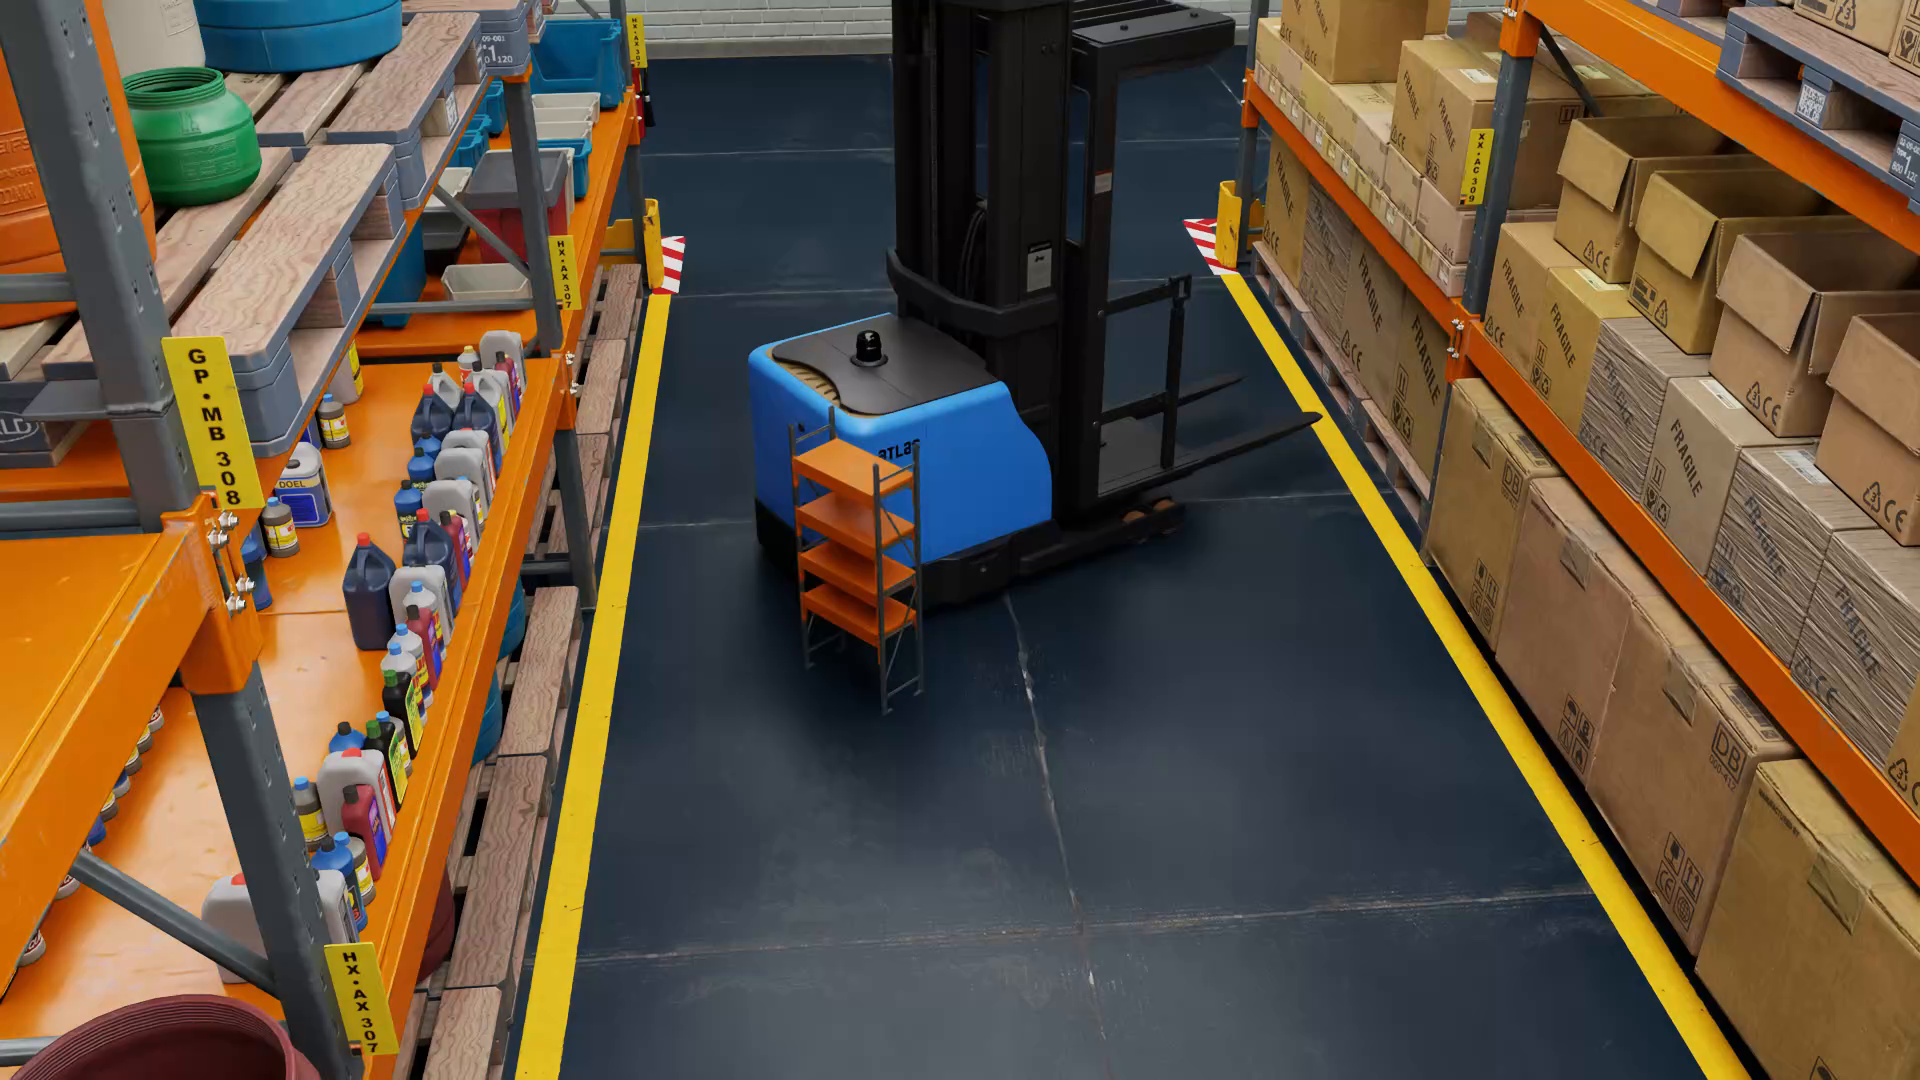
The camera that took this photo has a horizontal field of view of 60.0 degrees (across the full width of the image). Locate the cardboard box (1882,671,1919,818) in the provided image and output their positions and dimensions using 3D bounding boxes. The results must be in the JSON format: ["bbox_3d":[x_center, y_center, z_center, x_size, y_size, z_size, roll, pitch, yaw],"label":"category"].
[{"bbox_3d":[2.823,0.557,4.294,0.500,0.500,0.500,-2,31,-3],"label":"cardboard box"}]

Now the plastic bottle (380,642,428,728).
[{"bbox_3d":[-1.595,0.414,4.758,0.097,0.271,0.097,0,31,0],"label":"plastic bottle"}]

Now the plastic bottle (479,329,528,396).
[{"bbox_3d":[-1.830,-0.726,6.661,0.152,0.276,0.135,-3,31,-5],"label":"plastic bottle"}]

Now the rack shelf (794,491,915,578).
[{"bbox_3d":[-0.424,-0.040,6.840,0.480,0.148,0.258,26,40,36],"label":"rack shelf"}]

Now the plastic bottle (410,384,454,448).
[{"bbox_3d":[-1.904,-0.389,6.024,0.144,0.351,0.185,-3,31,-5],"label":"plastic bottle"}]

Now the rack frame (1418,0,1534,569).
[{"bbox_3d":[2.742,-1.202,7.337,1.000,3.000,0.127,-3,31,-5],"label":"rack frame"}]

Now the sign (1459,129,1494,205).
[{"bbox_3d":[2.190,-1.580,7.049,0.100,0.325,0.005,-3,31,-5],"label":"sign"}]

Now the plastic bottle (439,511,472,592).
[{"bbox_3d":[-1.648,0.018,5.408,0.061,0.283,0.133,-3,31,-5],"label":"plastic bottle"}]

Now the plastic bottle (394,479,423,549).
[{"bbox_3d":[-1.837,-0.077,5.579,0.097,0.271,0.097,0,31,0],"label":"plastic bottle"}]

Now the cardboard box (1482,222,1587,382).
[{"bbox_3d":[2.536,-0.998,6.898,0.500,0.500,0.500,-3,31,-4],"label":"cardboard box"}]

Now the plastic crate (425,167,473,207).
[{"bbox_3d":[-2.651,-1.752,8.456,0.293,0.136,0.466,-3,31,-5],"label":"plastic crate"}]

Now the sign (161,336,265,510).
[{"bbox_3d":[-1.268,-0.195,2.829,0.100,0.325,0.005,-3,31,-5],"label":"sign"}]

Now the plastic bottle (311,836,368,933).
[{"bbox_3d":[-1.517,0.836,4.051,0.097,0.271,0.097,0,31,0],"label":"plastic bottle"}]

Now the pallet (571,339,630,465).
[{"bbox_3d":[-2.413,-0.765,9.326,1.003,0.211,1.213,-3,31,-5],"label":"pallet"}]

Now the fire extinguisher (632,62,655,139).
[{"bbox_3d":[-2.124,-2.912,10.640,0.296,0.674,0.183,-3,31,-5],"label":"fire extinguisher"}]

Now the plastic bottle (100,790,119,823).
[{"bbox_3d":[-2.319,0.650,4.430,0.097,0.201,0.097,0,31,0],"label":"plastic bottle"}]

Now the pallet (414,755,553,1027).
[{"bbox_3d":[-2.041,1.253,5.947,1.003,0.211,1.213,-3,31,-5],"label":"pallet"}]

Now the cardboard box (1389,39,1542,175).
[{"bbox_3d":[2.390,-2.065,7.907,0.500,0.500,0.500,-2,31,-4],"label":"cardboard box"}]

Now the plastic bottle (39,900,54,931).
[{"bbox_3d":[-2.299,0.824,4.060,0.061,0.283,0.133,-3,31,-5],"label":"plastic bottle"}]

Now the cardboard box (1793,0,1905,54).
[{"bbox_3d":[2.904,-1.714,4.759,0.797,0.503,0.637,-3,31,-5],"label":"cardboard box"}]

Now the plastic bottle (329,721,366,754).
[{"bbox_3d":[-1.621,0.603,4.442,0.097,0.271,0.097,0,31,0],"label":"plastic bottle"}]

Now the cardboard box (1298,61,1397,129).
[{"bbox_3d":[2.243,-2.528,9.413,0.500,0.250,0.500,-4,31,-6],"label":"cardboard box"}]

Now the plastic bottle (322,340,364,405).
[{"bbox_3d":[-2.475,-0.728,6.591,0.144,0.351,0.185,-3,31,-5],"label":"plastic bottle"}]

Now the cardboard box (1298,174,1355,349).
[{"bbox_3d":[2.593,-1.725,9.875,0.875,0.875,0.875,-3,31,-5],"label":"cardboard box"}]

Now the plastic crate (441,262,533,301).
[{"bbox_3d":[-2.090,-1.122,7.401,0.396,0.136,0.243,-3,31,-5],"label":"plastic crate"}]

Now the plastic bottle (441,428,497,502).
[{"bbox_3d":[-1.749,-0.282,5.917,0.152,0.276,0.135,-3,31,-5],"label":"plastic bottle"}]

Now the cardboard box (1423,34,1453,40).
[{"bbox_3d":[2.725,-2.814,9.892,0.500,0.250,0.500,-3,31,-5],"label":"cardboard box"}]

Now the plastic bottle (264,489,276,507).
[{"bbox_3d":[-2.439,-0.184,5.754,0.152,0.276,0.135,-3,31,-5],"label":"plastic bottle"}]

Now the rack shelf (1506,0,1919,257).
[{"bbox_3d":[2.929,-1.160,5.043,1.077,0.370,4.000,-3,31,-5],"label":"rack shelf"}]

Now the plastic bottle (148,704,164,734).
[{"bbox_3d":[-2.356,0.451,4.763,0.097,0.201,0.097,0,31,0],"label":"plastic bottle"}]

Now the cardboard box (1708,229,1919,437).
[{"bbox_3d":[2.936,-0.682,5.391,0.797,0.503,0.637,-2,31,-3],"label":"cardboard box"}]

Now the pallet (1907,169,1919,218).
[{"bbox_3d":[3.003,-0.693,3.743,1.213,0.211,1.003,-1,31,-2],"label":"pallet"}]

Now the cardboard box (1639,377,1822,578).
[{"bbox_3d":[2.684,-0.222,5.600,0.500,0.500,0.500,-2,31,-4],"label":"cardboard box"}]

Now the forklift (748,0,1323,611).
[{"bbox_3d":[0.515,-1.438,7.800,3.031,2.935,1.130,-19,36,-29],"label":"forklift"}]

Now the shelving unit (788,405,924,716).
[{"bbox_3d":[-0.423,0.094,6.921,0.503,1.200,0.258,26,40,36],"label":"shelving unit"}]

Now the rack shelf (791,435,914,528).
[{"bbox_3d":[-0.425,-0.242,6.718,0.480,0.148,0.258,26,40,36],"label":"rack shelf"}]

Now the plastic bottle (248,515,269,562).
[{"bbox_3d":[-2.417,-0.066,5.556,0.152,0.276,0.135,-3,31,-5],"label":"plastic bottle"}]

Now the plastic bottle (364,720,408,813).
[{"bbox_3d":[-1.544,0.584,4.460,0.061,0.283,0.133,-3,31,-5],"label":"plastic bottle"}]

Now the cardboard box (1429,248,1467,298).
[{"bbox_3d":[2.388,-1.234,7.636,0.380,0.149,0.250,-3,31,-4],"label":"cardboard box"}]

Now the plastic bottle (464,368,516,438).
[{"bbox_3d":[-1.796,-0.539,6.348,0.152,0.276,0.135,-3,31,-5],"label":"plastic bottle"}]

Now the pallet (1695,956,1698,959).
[{"bbox_3d":[3.117,1.631,5.313,1.003,0.211,1.213,-3,31,-5],"label":"pallet"}]

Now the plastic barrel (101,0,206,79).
[{"bbox_3d":[-2.131,-1.347,4.112,0.433,0.535,0.433,0,31,0],"label":"plastic barrel"}]

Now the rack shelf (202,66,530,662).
[{"bbox_3d":[-2.002,-0.923,4.646,1.077,0.370,4.000,-3,31,-5],"label":"rack shelf"}]

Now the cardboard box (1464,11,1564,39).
[{"bbox_3d":[2.861,-2.361,8.403,0.500,0.500,0.500,-4,31,-6],"label":"cardboard box"}]

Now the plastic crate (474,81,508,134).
[{"bbox_3d":[-2.806,-2.483,9.586,0.416,0.233,0.300,-3,31,-5],"label":"plastic crate"}]

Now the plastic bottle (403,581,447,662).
[{"bbox_3d":[-1.625,0.246,5.038,0.097,0.271,0.097,0,31,0],"label":"plastic bottle"}]

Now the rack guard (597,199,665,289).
[{"bbox_3d":[-2.578,-1.945,11.019,1.175,0.500,0.348,-3,31,-5],"label":"rack guard"}]

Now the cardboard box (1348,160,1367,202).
[{"bbox_3d":[2.267,-1.890,8.734,0.380,0.149,0.250,-3,31,-5],"label":"cardboard box"}]

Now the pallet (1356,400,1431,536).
[{"bbox_3d":[2.749,-0.397,8.709,1.003,0.211,1.213,-3,31,-5],"label":"pallet"}]

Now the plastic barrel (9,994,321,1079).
[{"bbox_3d":[-1.470,1.242,3.114,0.600,0.536,0.708,-3,31,-5],"label":"plastic barrel"}]

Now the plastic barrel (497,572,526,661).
[{"bbox_3d":[-2.155,0.034,6.904,0.600,0.901,0.708,-3,31,-5],"label":"plastic barrel"}]

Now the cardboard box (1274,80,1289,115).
[{"bbox_3d":[2.123,-2.678,10.053,0.380,0.149,0.250,-3,31,-6],"label":"cardboard box"}]

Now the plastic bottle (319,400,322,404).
[{"bbox_3d":[-2.567,-0.639,6.508,0.061,0.283,0.133,-3,31,-5],"label":"plastic bottle"}]

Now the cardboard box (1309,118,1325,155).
[{"bbox_3d":[2.196,-2.283,9.392,0.380,0.149,0.250,-3,31,-5],"label":"cardboard box"}]

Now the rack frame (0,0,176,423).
[{"bbox_3d":[-1.815,-1.498,1.983,1.000,3.000,0.127,-3,31,-5],"label":"rack frame"}]

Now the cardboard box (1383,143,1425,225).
[{"bbox_3d":[2.389,-1.742,8.098,0.500,0.250,0.500,-2,31,-3],"label":"cardboard box"}]

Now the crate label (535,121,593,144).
[{"bbox_3d":[-2.243,-2.222,9.244,0.396,0.136,0.243,-3,31,-5],"label":"crate label"}]

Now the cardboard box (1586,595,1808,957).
[{"bbox_3d":[2.997,0.763,5.709,1.225,0.875,0.875,-3,31,-4],"label":"cardboard box"}]

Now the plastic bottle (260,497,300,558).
[{"bbox_3d":[-2.294,-0.049,5.601,0.097,0.201,0.097,0,31,0],"label":"plastic bottle"}]
